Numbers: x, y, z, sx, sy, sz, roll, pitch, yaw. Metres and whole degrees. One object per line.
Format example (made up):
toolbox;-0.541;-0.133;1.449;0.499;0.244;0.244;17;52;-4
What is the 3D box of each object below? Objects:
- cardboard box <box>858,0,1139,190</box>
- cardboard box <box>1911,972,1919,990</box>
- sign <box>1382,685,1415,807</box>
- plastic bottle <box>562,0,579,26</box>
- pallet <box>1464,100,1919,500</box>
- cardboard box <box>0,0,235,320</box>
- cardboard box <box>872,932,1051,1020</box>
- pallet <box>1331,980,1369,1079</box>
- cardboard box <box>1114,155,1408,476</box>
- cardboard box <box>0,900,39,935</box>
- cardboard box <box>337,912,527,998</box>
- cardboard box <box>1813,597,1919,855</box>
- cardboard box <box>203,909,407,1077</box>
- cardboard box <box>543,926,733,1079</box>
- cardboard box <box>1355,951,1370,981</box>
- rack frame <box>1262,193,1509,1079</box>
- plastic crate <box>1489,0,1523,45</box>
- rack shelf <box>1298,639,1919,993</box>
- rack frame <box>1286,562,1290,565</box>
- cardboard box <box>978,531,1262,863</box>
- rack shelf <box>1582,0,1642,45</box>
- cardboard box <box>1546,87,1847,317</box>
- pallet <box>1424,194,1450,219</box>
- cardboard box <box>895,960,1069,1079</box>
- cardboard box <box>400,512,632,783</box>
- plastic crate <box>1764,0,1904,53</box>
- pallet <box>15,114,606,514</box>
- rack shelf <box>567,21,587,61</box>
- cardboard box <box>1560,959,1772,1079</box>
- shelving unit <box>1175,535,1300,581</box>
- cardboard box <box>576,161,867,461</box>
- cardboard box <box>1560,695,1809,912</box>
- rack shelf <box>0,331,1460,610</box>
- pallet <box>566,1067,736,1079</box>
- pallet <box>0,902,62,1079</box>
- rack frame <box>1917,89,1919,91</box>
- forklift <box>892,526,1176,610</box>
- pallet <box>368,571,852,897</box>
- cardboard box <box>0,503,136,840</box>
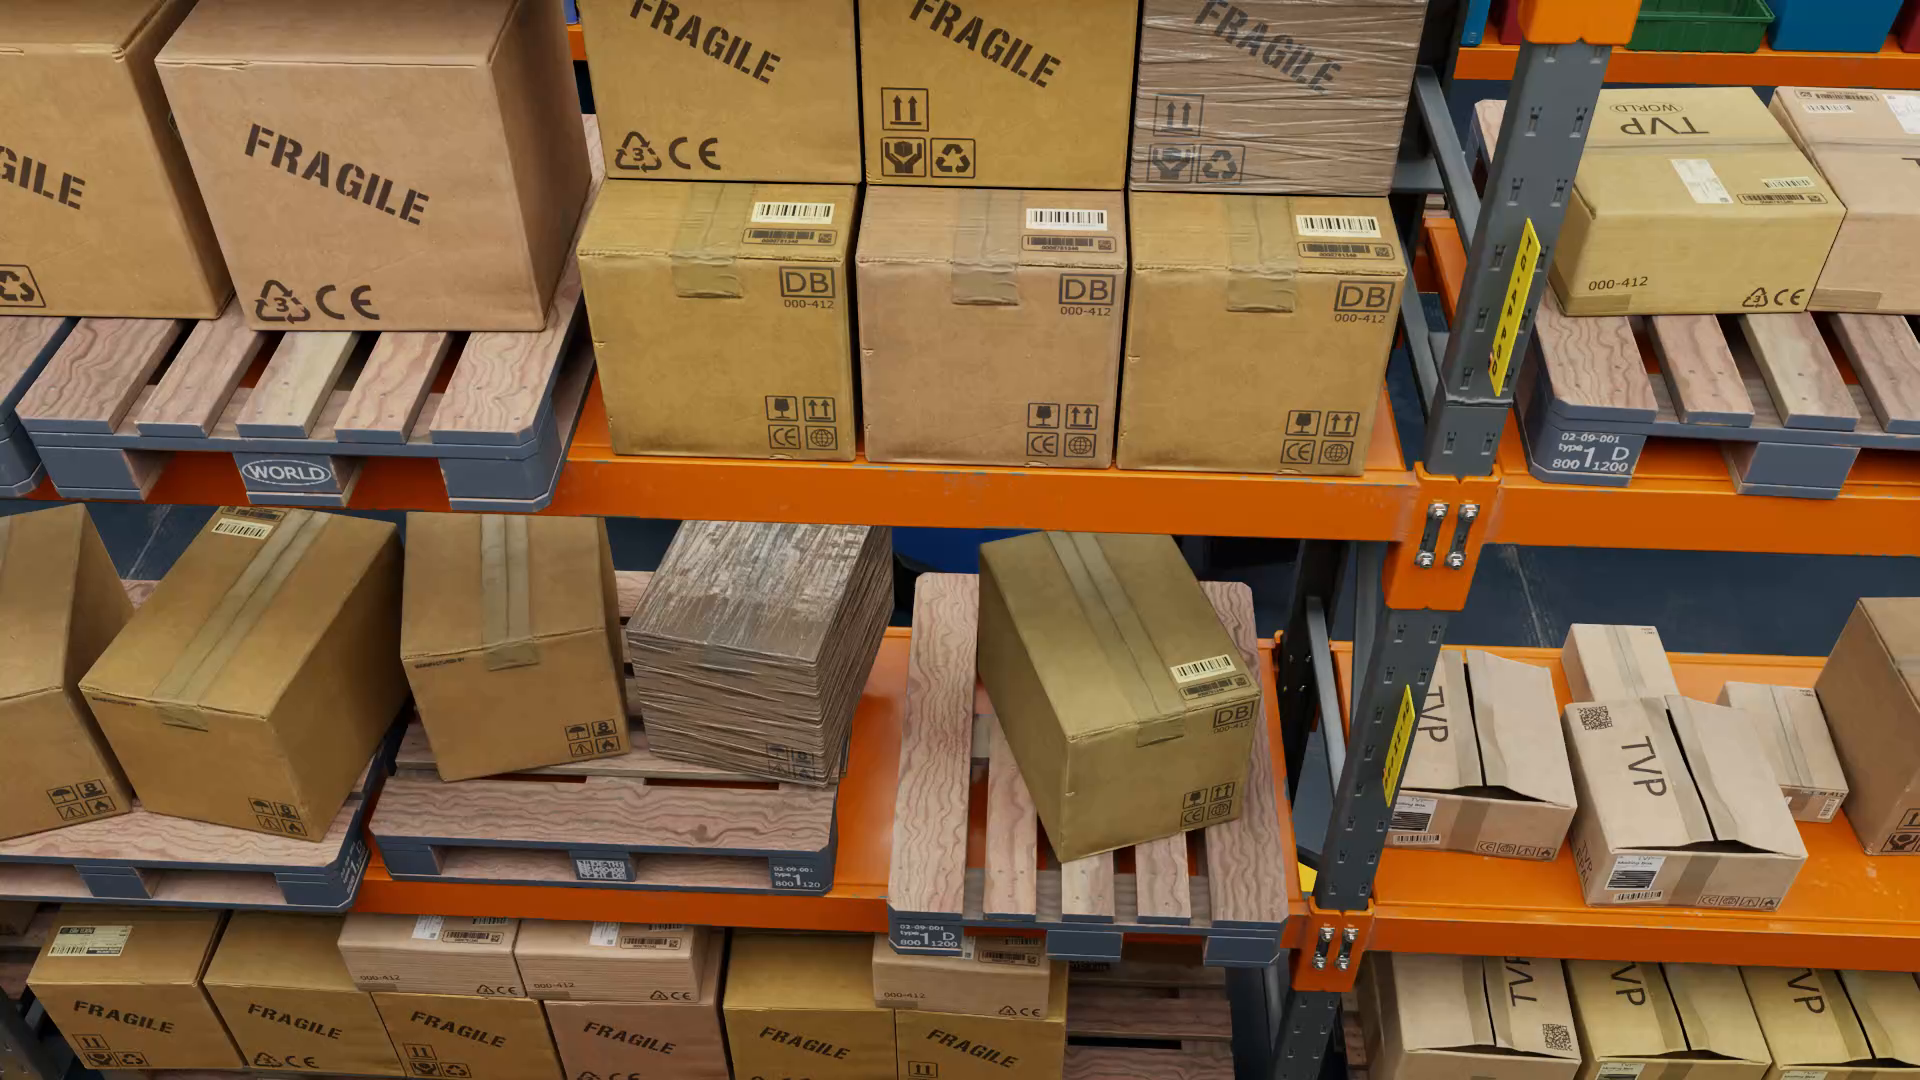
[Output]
cardboard box;0.079;-1.033;3.236;0.500;0.500;0.500;2;43;2
cardboard box;3.082;1.407;4.922;0.500;0.311;0.500;1;43;1
sign;1.009;0.476;3.833;0.005;0.325;0.100;2;43;2
plastic bottle;-1.935;-2.665;8.086;0.135;0.276;0.152;2;43;2
pallet;1.706;-0.568;3.682;1.003;0.211;1.213;4;43;4
cardboard box;-1.804;-0.876;3.420;0.600;0.600;0.600;1;43;1
cardboard box;0.022;1.112;4.902;0.500;0.250;0.500;3;43;4
pallet;1.844;1.573;5.492;1.213;0.211;1.003;2;43;2
cardboard box;0.586;-0.624;3.531;0.500;0.500;0.910;2;43;2
cardboard box;-3.382;1.040;5.668;0.500;0.311;0.500;2;43;2
cardboard box;-1.501;1.068;4.949;0.500;0.250;0.500;2;43;2
cardboard box;2.701;0.504;4.520;0.500;0.500;0.500;0;43;0
cardboard box;-1.967;1.321;5.228;0.500;0.500;0.500;2;43;2
cardboard box;-0.963;1.357;5.189;0.500;0.500;0.500;0;43;0
cardboard box;1.560;1.203;5.553;0.500;0.250;0.500;3;43;3
rack frame;1.024;0.500;4.598;0.127;3.000;1.000;2;43;2
plastic crate;2.851;-2.638;7.919;0.583;0.464;0.402;2;43;2
rack shelf;3.022;0.825;4.777;4.000;0.370;1.077;2;43;2
rack frame;1.445;-0.584;6.422;0.015;2.100;0.400;-7;43;-8
cardboard box;0.390;0.368;4.359;0.500;0.500;0.700;-12;44;-12
rack shelf;3.022;-1.224;2.868;4.000;0.370;1.077;2;43;2
cardboard box;1.480;-0.720;3.509;0.500;0.250;0.500;-1;43;-1
pallet;2.023;-1.802;9.115;1.213;0.211;1.003;2;43;2
cardboard box;0.079;1.385;5.159;0.500;0.500;0.500;3;43;4
cardboard box;-1.205;0.200;4.539;0.500;0.500;0.700;-8;44;-9
plastic crate;4.130;-2.566;7.901;0.575;0.384;0.392;2;43;2
pallet;-1.288;-0.554;3.666;1.003;0.211;1.213;2;43;2
rack shelf;-0.747;-2.671;8.529;4.000;0.370;1.077;2;43;2
cardboard box;2.059;1.374;4.957;0.500;0.311;0.500;1;43;1
shelving unit;1.205;-0.554;6.390;0.503;2.100;0.431;-7;43;-8
cardboard box;-0.443;-0.656;3.565;0.500;0.500;0.910;2;43;2
cardboard box;1.908;0.692;4.457;0.500;0.311;0.500;1;43;1
rack shelf;-0.974;-0.395;3.886;4.000;0.370;1.077;2;43;2
pallet;-0.936;1.433;5.643;1.213;0.211;1.003;2;43;2
pallet;-3.658;1.376;5.703;1.213;0.211;1.003;2;43;2
rack frame;5.246;-2.750;8.086;0.127;3.000;1.000;2;43;2
forklift;-0.563;-1.334;6.617;3.031;2.935;1.130;23;48;23
pallet;-0.919;0.514;4.724;1.213;0.211;1.003;2;43;2
cardboard box;-2.509;0.354;4.373;0.500;0.500;0.700;-12;44;-12
